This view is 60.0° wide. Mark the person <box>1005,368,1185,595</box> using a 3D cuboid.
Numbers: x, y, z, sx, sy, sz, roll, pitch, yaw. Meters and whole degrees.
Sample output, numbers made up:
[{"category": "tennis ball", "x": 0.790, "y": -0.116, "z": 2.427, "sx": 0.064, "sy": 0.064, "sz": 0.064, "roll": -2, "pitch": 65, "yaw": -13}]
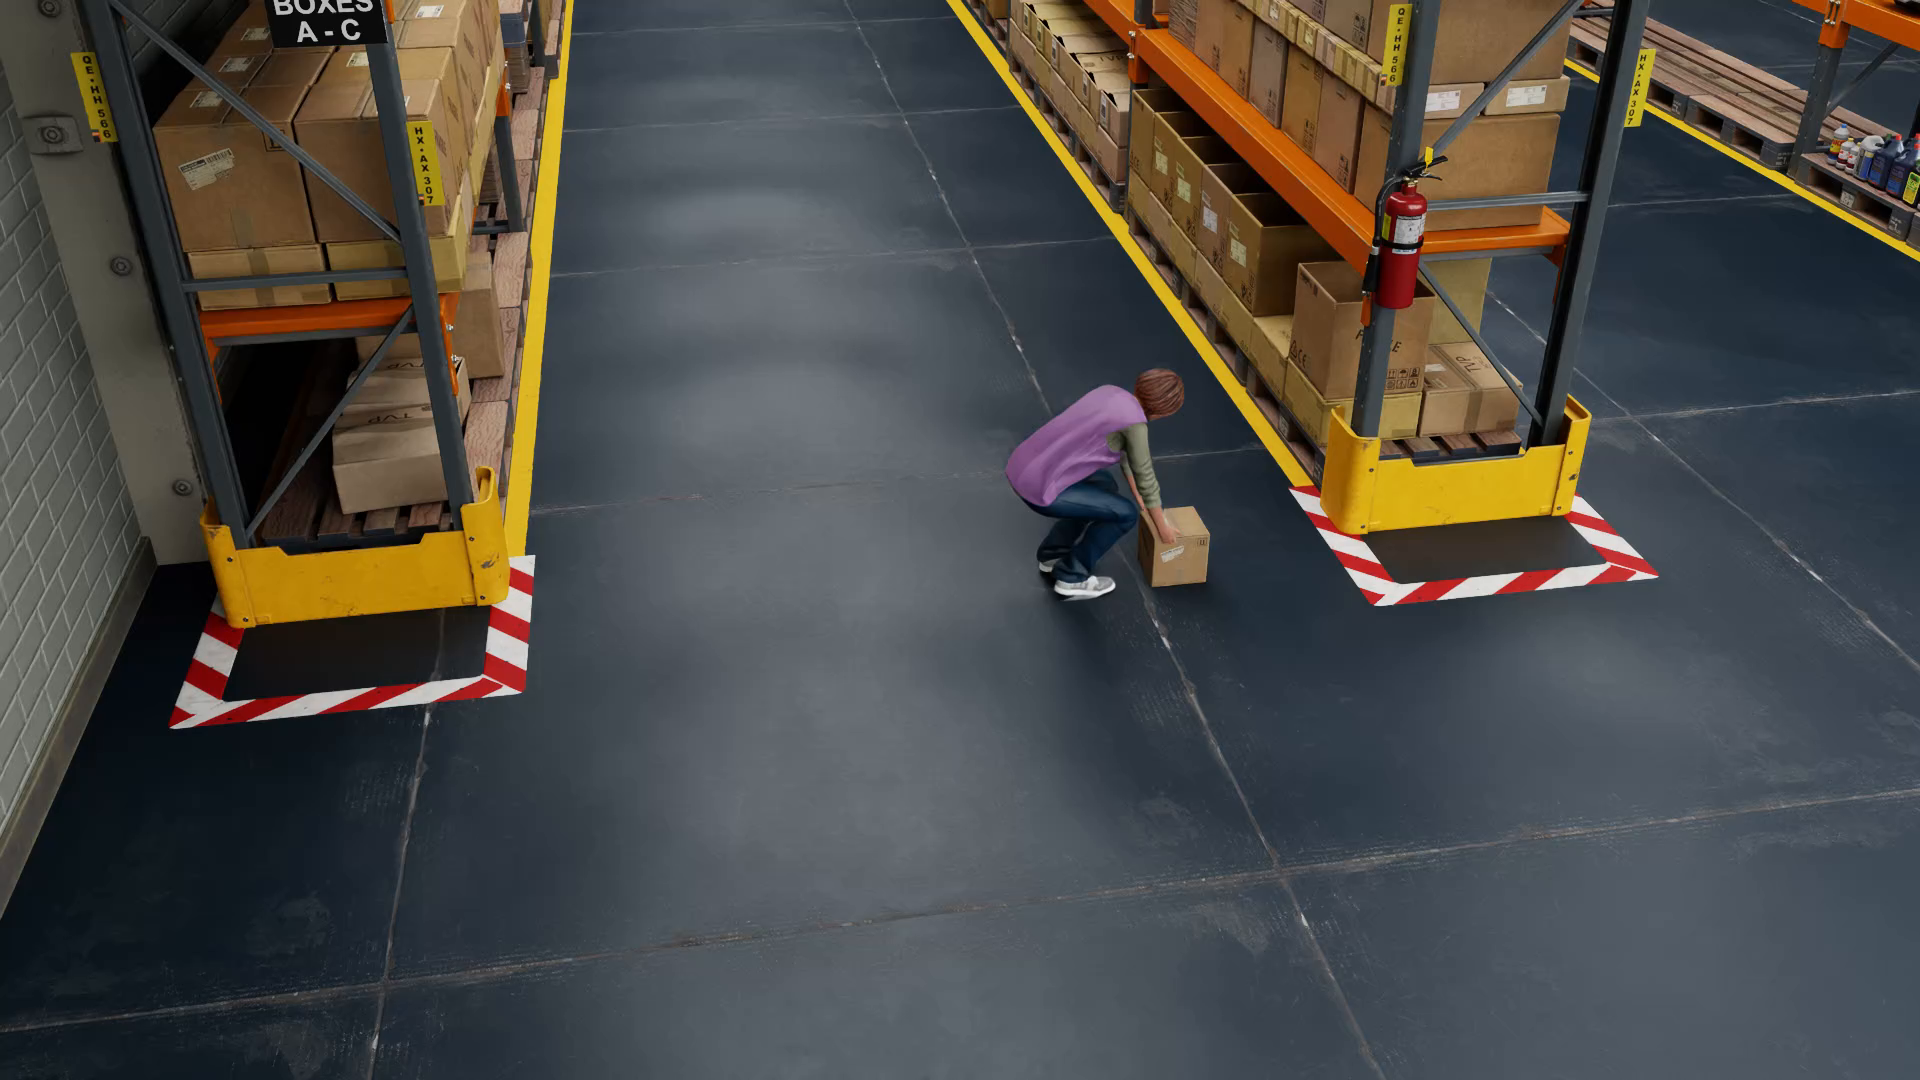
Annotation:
[{"category": "person", "x": 0.575, "y": -0.253, "z": 7.178, "sx": 0.779, "sy": 0.963, "sz": 0.450, "roll": -5, "pitch": 32, "yaw": -9}]
